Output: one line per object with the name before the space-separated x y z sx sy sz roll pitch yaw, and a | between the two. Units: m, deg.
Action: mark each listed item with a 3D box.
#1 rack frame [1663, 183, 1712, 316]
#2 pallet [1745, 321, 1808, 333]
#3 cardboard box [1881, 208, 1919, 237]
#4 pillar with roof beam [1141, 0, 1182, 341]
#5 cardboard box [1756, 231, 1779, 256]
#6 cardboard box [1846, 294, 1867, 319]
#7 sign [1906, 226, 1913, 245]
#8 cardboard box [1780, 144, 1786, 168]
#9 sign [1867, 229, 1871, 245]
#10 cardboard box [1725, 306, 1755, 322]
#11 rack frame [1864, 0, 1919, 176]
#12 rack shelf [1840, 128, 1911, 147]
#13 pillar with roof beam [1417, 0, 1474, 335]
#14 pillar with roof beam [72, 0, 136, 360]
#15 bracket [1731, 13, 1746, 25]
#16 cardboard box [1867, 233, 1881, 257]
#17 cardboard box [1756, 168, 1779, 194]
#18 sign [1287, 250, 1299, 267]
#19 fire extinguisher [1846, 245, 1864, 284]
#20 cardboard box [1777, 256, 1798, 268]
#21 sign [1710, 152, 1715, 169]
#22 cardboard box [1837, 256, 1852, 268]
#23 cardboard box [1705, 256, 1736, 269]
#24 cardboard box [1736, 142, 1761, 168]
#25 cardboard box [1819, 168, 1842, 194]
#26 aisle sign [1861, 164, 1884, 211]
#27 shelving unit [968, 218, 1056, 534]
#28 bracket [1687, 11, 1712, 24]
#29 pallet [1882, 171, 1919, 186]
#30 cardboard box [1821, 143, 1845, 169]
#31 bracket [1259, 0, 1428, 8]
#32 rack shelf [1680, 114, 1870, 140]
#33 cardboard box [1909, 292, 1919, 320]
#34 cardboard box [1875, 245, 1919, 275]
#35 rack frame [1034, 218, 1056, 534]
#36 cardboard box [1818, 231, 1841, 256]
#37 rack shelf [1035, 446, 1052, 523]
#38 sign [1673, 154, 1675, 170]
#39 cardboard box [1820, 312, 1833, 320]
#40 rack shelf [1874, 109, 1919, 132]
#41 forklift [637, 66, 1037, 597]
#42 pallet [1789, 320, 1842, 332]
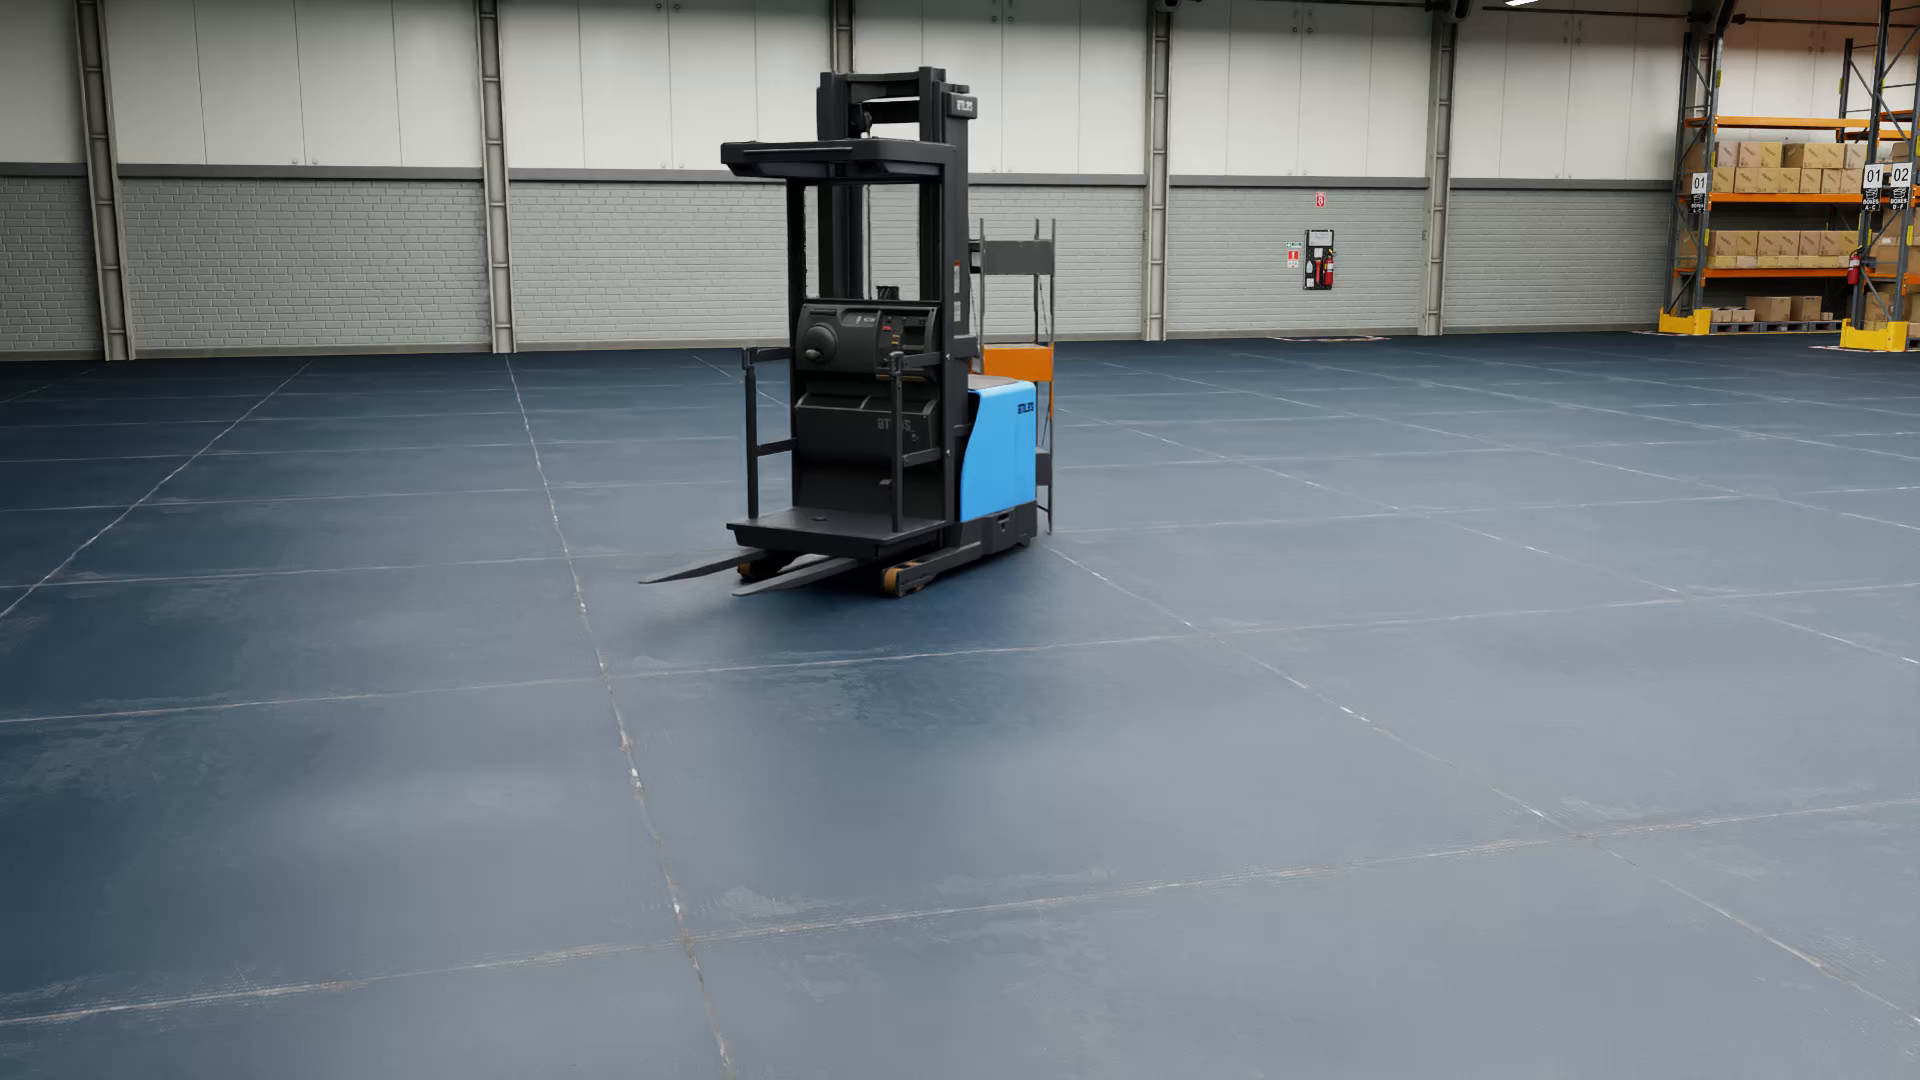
rack frame | 14.792 -5.728 33.876 0.127 3.000 1.000 -3 11 -16
pallet | 16.824 -4.456 34.671 1.213 0.211 1.003 -3 11 -16
cardboard box | 16.682 -5.578 29.203 0.500 0.500 0.700 -3 11 -16
pillar with roof beam | 4.903 -7.509 26.978 0.548 9.000 9.100 -3 11 -16
cardboard box | 16.309 -6.053 33.929 0.500 0.500 0.500 -3 11 -18
cardboard box | 19.334 -4.958 35.380 0.500 0.500 0.700 -3 11 -14
sign | 16.329 -5.235 28.588 0.005 0.325 0.100 -3 11 -16
cardboard box | 16.618 -7.896 34.274 0.500 0.500 0.500 -3 11 -16
sign | 18.791 -6.262 34.387 0.005 0.325 0.100 -3 11 -16
cardboard box | 16.028 -4.670 34.341 0.500 0.311 0.500 -2 11 -11
rack frame | 16.180 -7.817 28.656 0.127 3.000 1.000 -3 11 -16
rack shelf | 20.552 -8.432 35.083 4.000 0.370 1.077 -3 11 -16
pillar with roof beam | 10.664 -7.812 28.627 0.548 9.000 9.100 -3 11 -16
pillar with roof beam | -12.379 -6.598 22.030 0.400 9.000 9.100 -3 11 -16
bracket | 15.720 -10.594 33.795 0.430 0.232 0.235 -3 11 -16
cardboard box | 19.130 -6.216 35.034 0.500 0.500 0.700 -3 11 -16
cardboard box | 16.206 -7.284 33.710 0.500 0.500 0.500 -2 11 -13
sign | 6.518 -5.499 32.534 0.234 0.329 0.001 -3 11 -16
fire extinguisher | 15.936 -4.904 29.612 0.183 0.674 0.296 -3 11 -16
cardboard box | 16.820 -5.712 34.149 0.500 0.250 0.500 -3 11 -15
sign | 14.943 -7.539 33.013 0.005 0.325 0.100 -3 11 -16
cardboard box | 18.262 -5.790 34.571 0.500 0.250 0.500 -3 11 -16
cardboard box | 15.349 -5.634 33.722 0.500 0.250 0.500 -3 11 -18
cardboard box | 15.725 -7.748 33.469 0.500 0.500 0.500 -3 11 -17
cardboard box | 17.727 -7.373 34.194 0.500 0.500 0.500 -4 11 -21
aisle sign | 16.035 -6.193 29.223 0.004 0.787 0.394 -3 11 -16
shelving unit | 0.332 -1.094 11.191 0.503 2.100 0.431 -3 11 -14
bracket | 14.923 -10.552 33.567 0.430 0.232 0.235 -3 11 -16
pallet | 16.866 -6.330 29.105 1.213 0.211 1.003 -3 11 -16
cardboard box | 17.701 -7.854 34.047 0.500 0.500 0.500 -2 11 -13
bracket | 6.672 -10.117 31.204 4.783 0.066 0.076 -3 11 -16
rack shelf | 16.712 -8.424 33.948 4.000 0.370 1.077 -3 11 -16
cardboard box | 17.567 -4.222 30.059 0.500 0.500 0.500 -3 11 -16
cardboard box | 16.632 -4.938 29.306 0.500 0.500 0.700 -3 11 -16
rack frame | 0.568 -1.105 11.252 0.015 2.100 0.400 -3 11 -14
cardboard box | 17.787 -6.131 34.355 0.500 0.500 0.500 -3 11 -16
rack shelf | 0.332 -0.392 11.320 0.480 0.518 0.431 -3 11 -14
sign | 14.656 -7.736 34.054 0.005 0.325 0.100 -3 11 -16
cardboard box | 18.127 -4.721 35.017 0.250 0.166 0.380 -5 11 -23
rack shelf | 18.100 -7.368 29.307 4.000 0.370 1.077 -3 11 -16
forklift | -0.654 -1.216 9.557 1.130 2.935 3.031 6 12 29
pallet | 17.997 -4.519 35.010 1.213 0.211 1.003 -3 11 -16
